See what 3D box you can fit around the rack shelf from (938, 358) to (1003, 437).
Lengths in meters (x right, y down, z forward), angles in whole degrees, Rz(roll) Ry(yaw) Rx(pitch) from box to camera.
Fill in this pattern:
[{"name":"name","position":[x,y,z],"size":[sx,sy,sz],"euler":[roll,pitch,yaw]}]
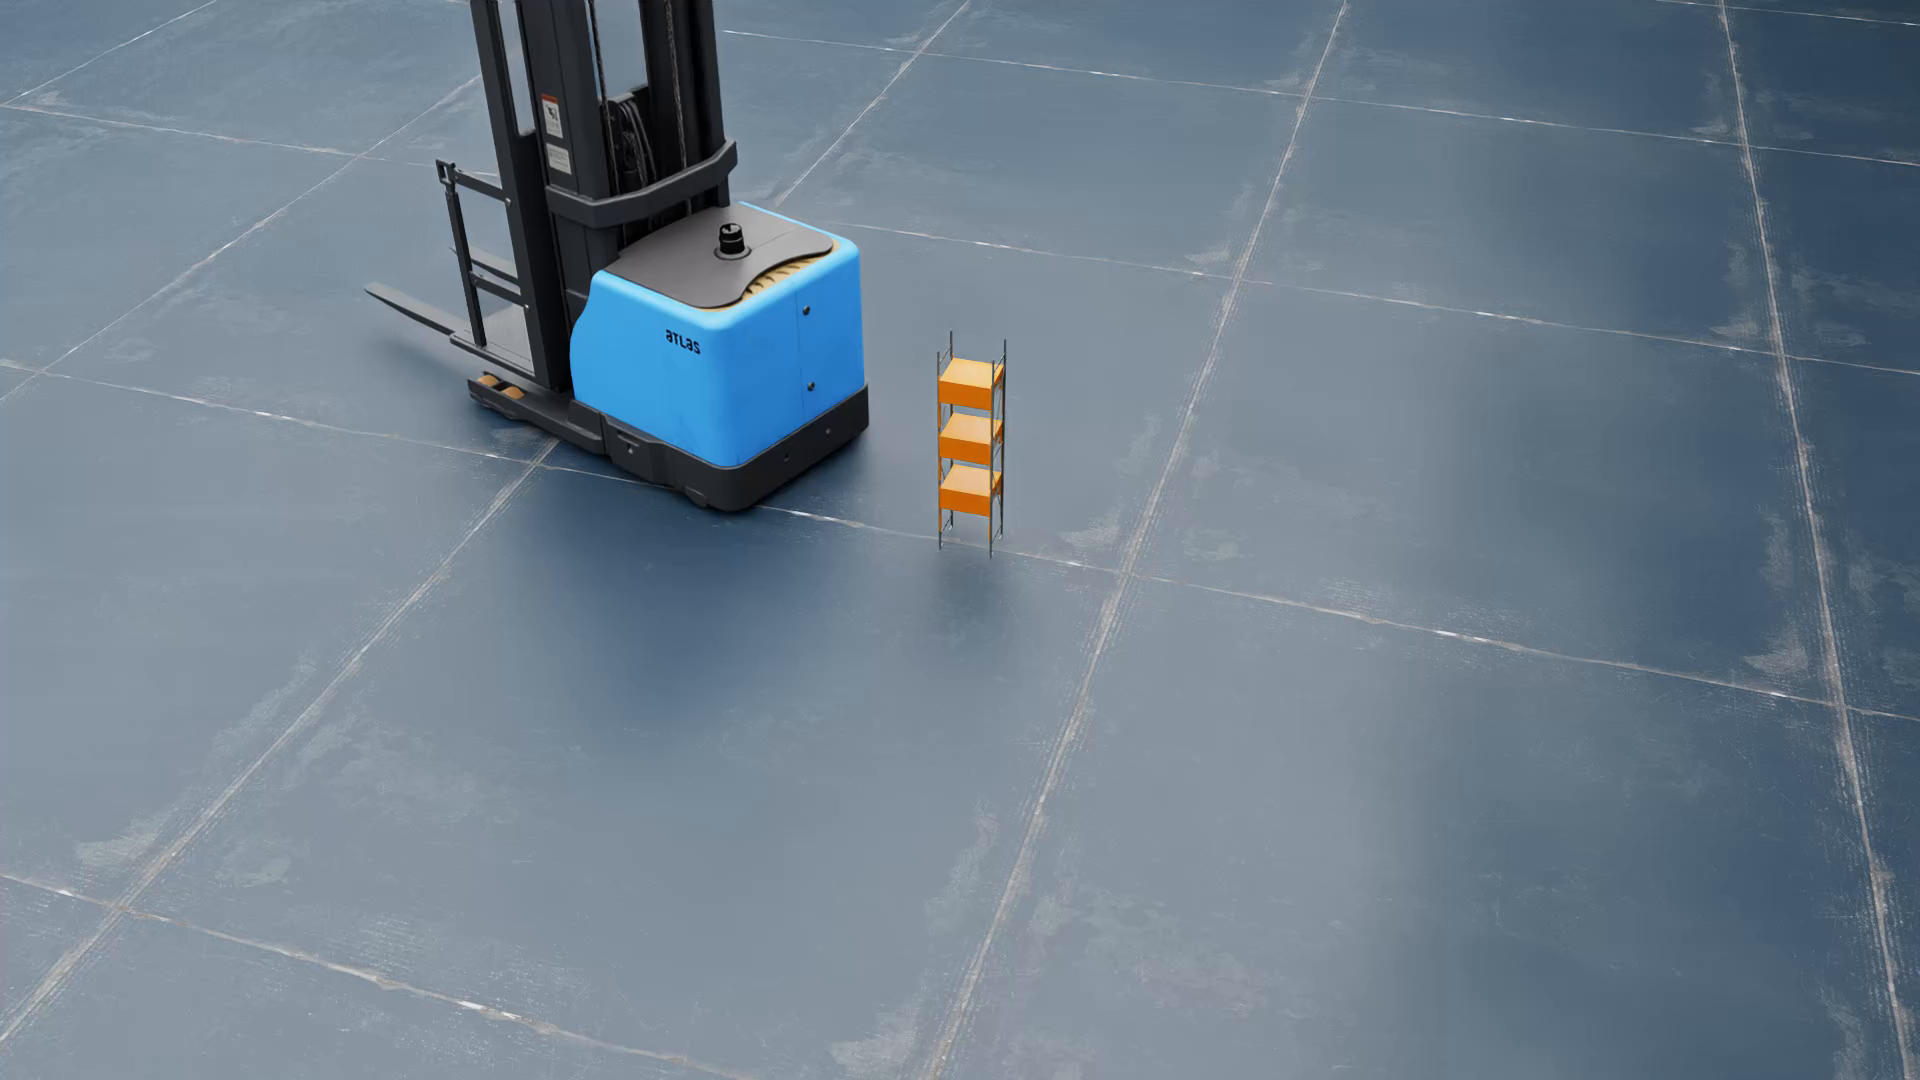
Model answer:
[{"name":"rack shelf","position":[0.051,-0.633,7.264],"size":[0.240,0.259,0.215],"euler":[10,38,14]}]

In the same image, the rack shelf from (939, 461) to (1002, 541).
[{"name":"rack shelf","position":[0.051,-0.181,7.597],"size":[0.240,0.259,0.215],"euler":[10,38,14]}]

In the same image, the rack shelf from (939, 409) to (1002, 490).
[{"name":"rack shelf","position":[0.051,-0.405,7.432],"size":[0.240,0.259,0.215],"euler":[10,38,14]}]

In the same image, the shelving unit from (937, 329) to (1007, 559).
[{"name":"shelving unit","position":[0.051,-0.413,7.426],"size":[0.252,1.050,0.215],"euler":[10,38,14]}]

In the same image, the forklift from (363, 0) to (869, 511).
[{"name":"forklift","position":[-1.936,-2.026,8.031],"size":[3.031,2.935,1.130],"euler":[25,43,29]}]

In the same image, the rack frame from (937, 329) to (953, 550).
[{"name":"rack frame","position":[-0.065,-0.435,7.455],"size":[0.008,1.050,0.200],"euler":[10,38,14]}]

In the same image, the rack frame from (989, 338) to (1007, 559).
[{"name":"rack frame","position":[0.168,-0.392,7.397],"size":[0.008,1.050,0.200],"euler":[10,38,14]}]
